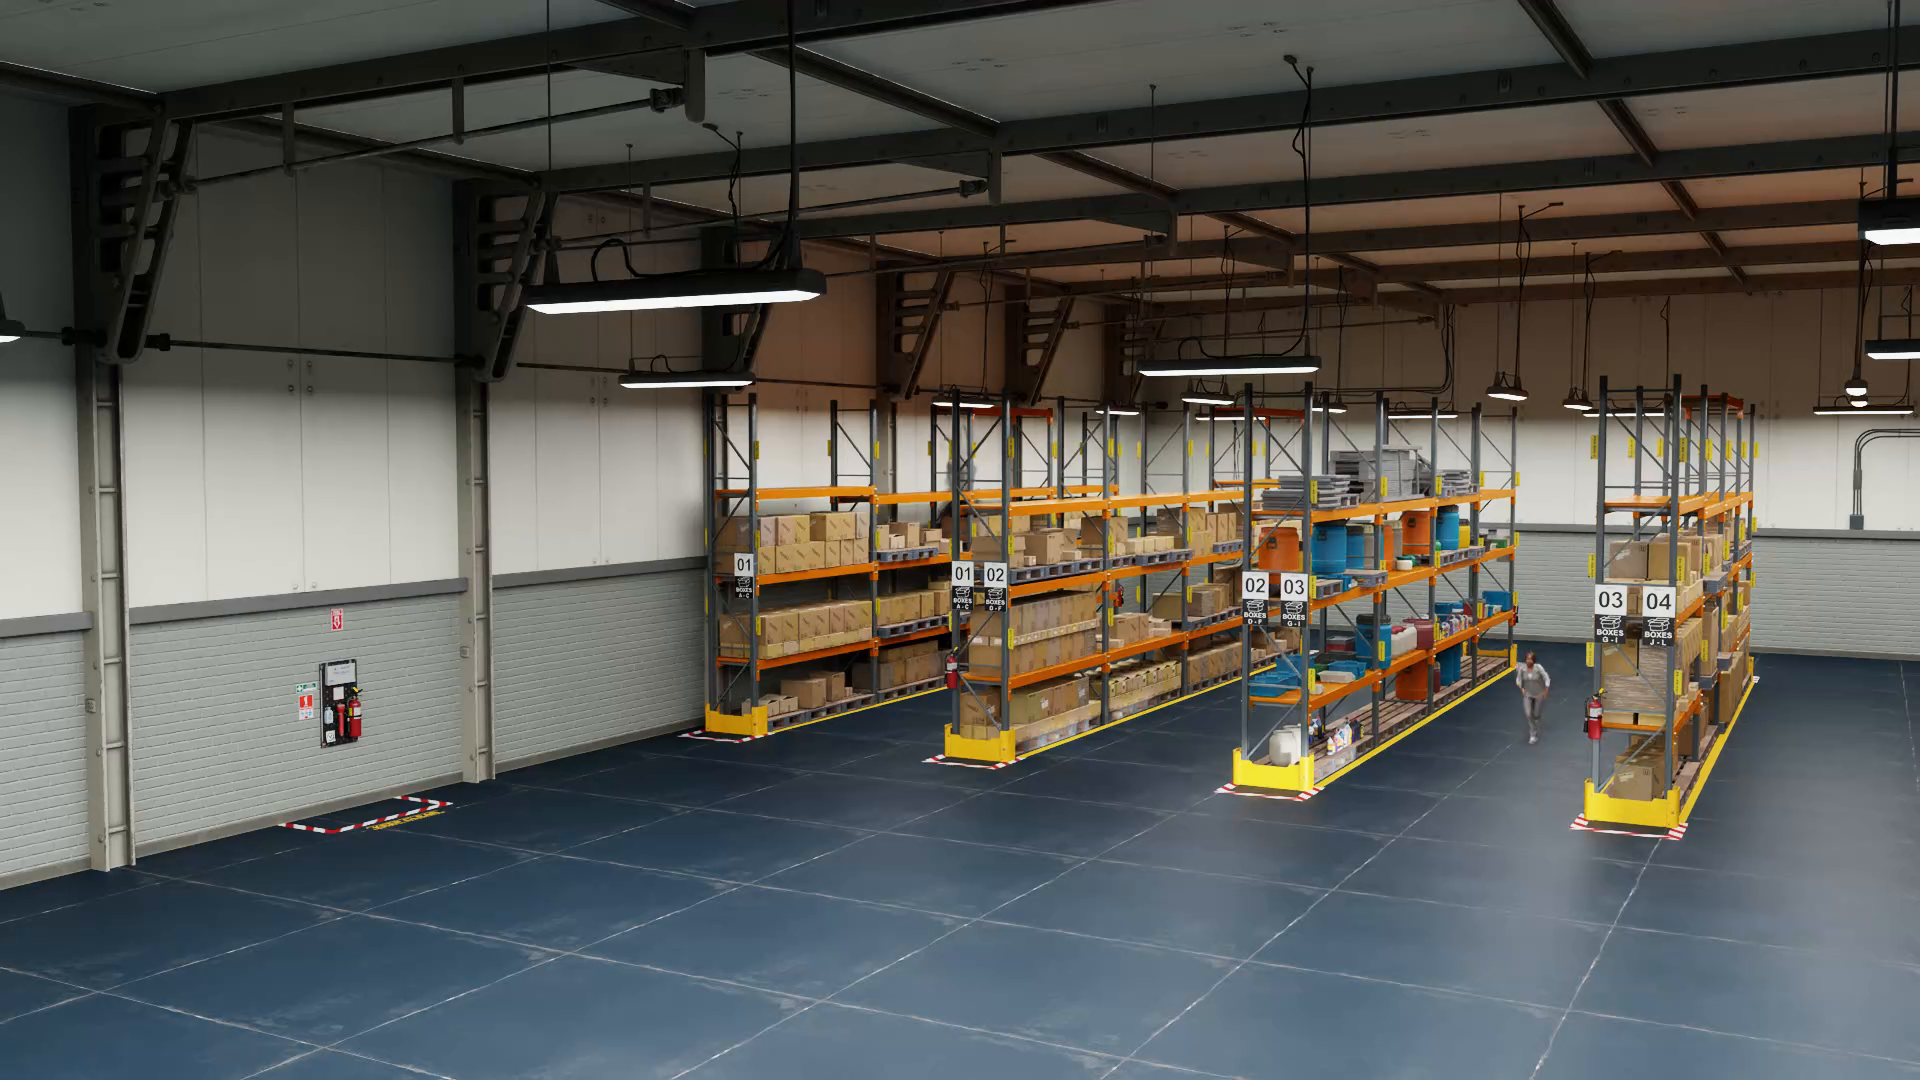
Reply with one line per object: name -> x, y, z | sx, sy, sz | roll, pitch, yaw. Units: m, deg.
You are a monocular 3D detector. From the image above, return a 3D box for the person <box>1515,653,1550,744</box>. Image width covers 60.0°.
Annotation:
person -> 9.872, 2.700, 28.660 | 0.567, 1.564, 0.664 | 1, 3, 25

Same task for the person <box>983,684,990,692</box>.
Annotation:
person -> 0.723, 2.488, 32.129 | 0.580, 1.644, 0.828 | 2, 4, 33
